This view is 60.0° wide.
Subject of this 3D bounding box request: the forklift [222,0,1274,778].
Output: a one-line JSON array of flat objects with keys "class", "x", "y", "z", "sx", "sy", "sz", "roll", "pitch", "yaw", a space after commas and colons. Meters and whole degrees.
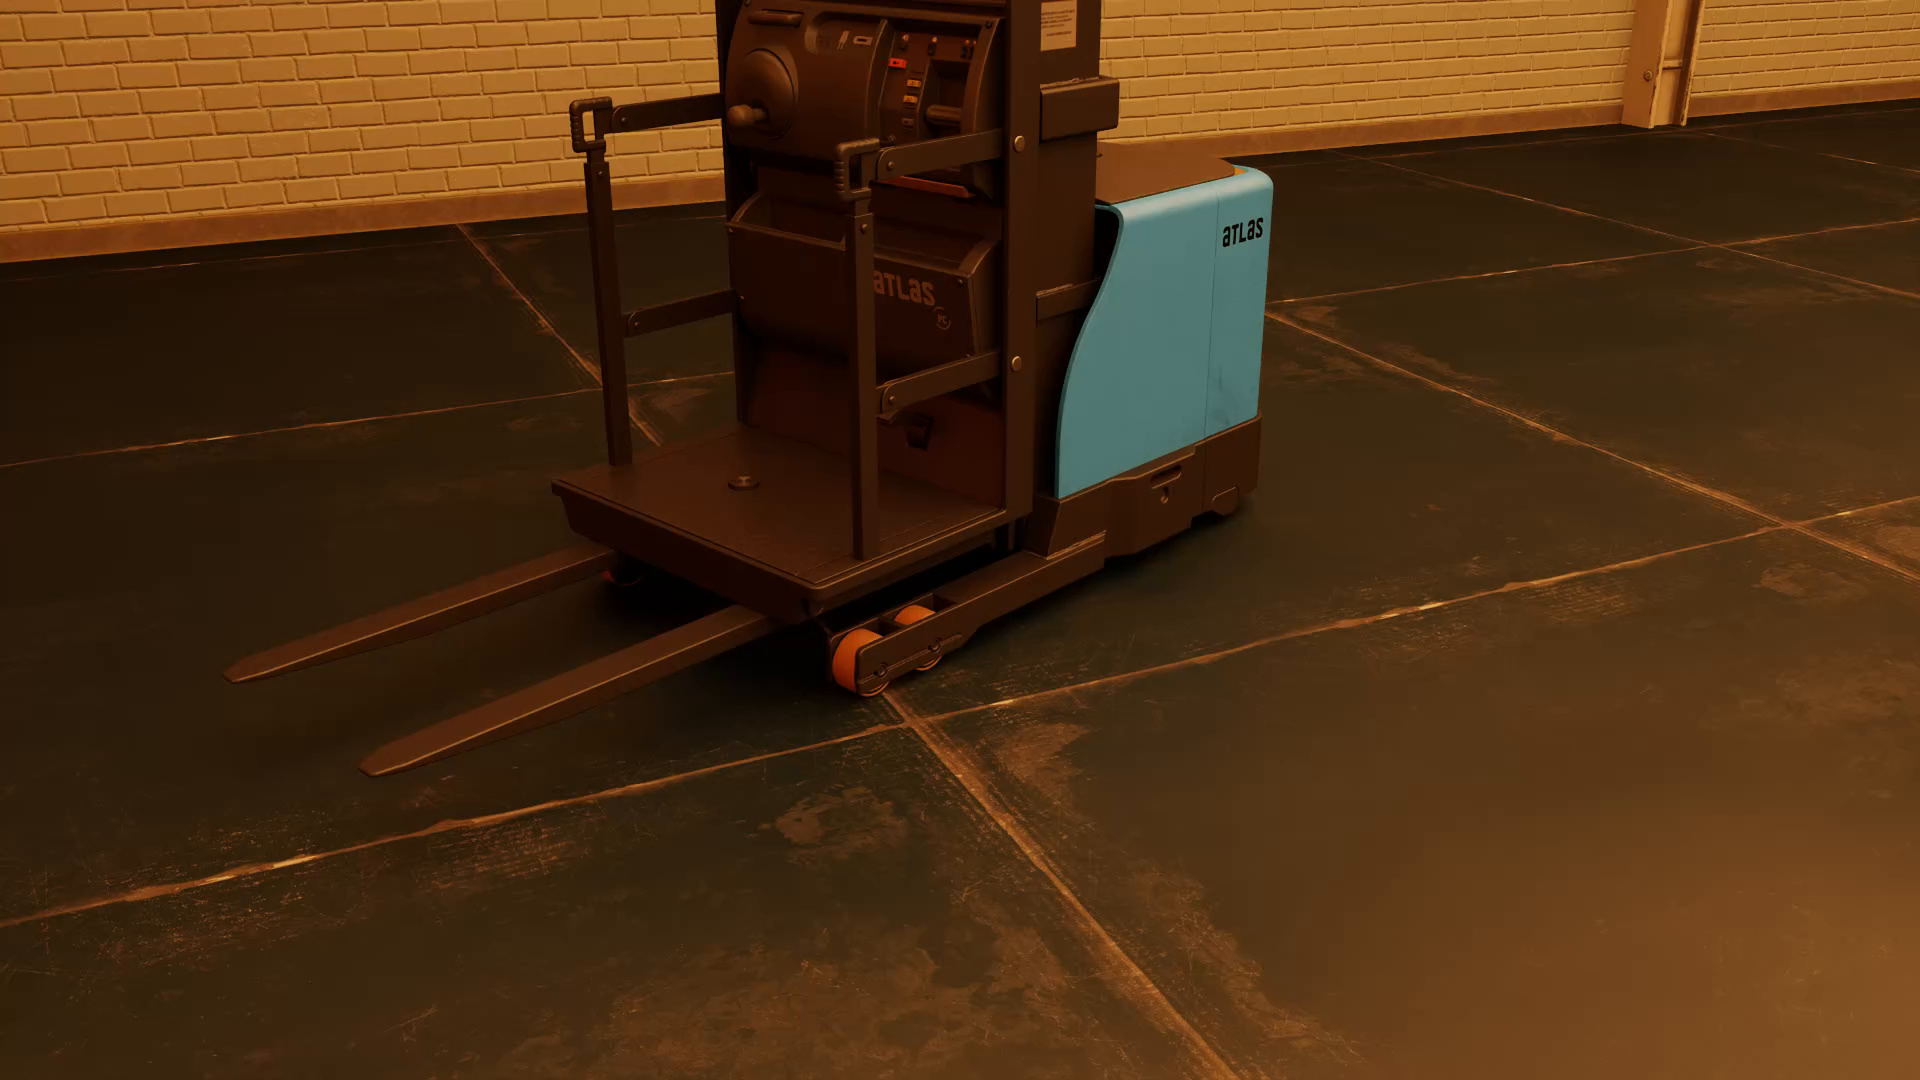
[{"class": "forklift", "x": -0.413, "y": -1.182, "z": 4.131, "sx": 1.130, "sy": 2.935, "sz": 3.031, "roll": 19, "pitch": 29, "yaw": 39}]
